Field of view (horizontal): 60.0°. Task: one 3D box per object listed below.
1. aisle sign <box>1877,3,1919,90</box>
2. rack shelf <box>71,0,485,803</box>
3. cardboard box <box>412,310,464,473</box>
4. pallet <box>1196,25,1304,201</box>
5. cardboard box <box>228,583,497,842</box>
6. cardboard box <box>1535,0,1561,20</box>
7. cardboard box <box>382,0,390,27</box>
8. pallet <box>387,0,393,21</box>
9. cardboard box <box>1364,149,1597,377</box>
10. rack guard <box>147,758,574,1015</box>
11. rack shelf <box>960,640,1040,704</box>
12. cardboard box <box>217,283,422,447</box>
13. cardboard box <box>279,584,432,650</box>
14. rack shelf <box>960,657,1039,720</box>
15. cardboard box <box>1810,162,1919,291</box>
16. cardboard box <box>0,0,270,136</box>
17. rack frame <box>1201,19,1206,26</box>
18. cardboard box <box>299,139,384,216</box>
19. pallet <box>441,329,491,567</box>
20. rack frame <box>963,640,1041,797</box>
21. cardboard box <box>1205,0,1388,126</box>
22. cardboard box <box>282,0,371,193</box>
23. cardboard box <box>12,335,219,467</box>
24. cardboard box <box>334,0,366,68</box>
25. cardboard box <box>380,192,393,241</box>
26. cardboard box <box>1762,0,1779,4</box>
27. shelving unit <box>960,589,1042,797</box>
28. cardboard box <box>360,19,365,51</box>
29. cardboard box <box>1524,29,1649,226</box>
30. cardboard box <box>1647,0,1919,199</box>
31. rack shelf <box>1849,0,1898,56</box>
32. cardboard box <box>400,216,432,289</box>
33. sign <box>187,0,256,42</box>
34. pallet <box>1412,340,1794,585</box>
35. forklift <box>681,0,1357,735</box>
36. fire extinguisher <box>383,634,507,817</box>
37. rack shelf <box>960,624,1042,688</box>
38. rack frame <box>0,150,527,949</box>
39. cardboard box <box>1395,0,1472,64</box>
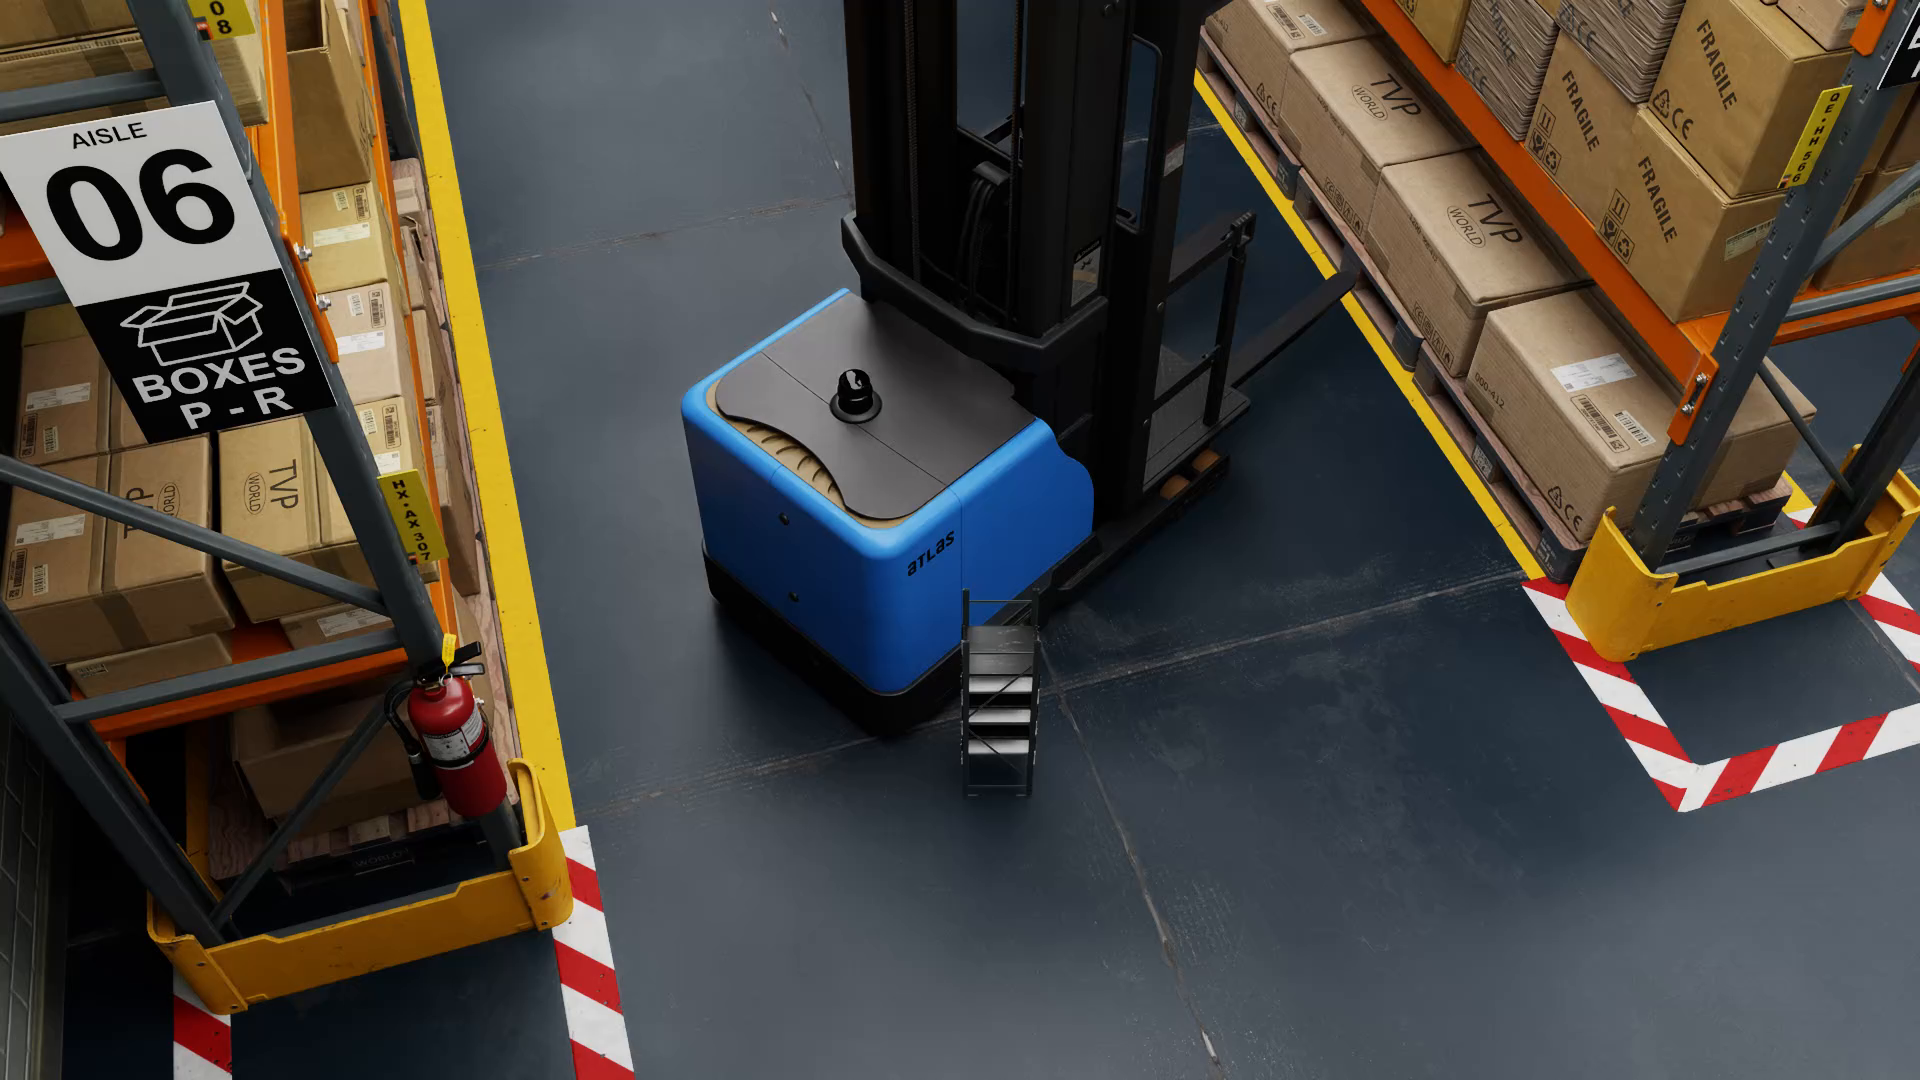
[{"bbox_3d":[2.614,-1.490,4.133,0.394,0.787,0.004,-13,51,-11],"label":"aisle sign"},{"bbox_3d":[-2.443,-0.878,5.789,1.077,0.370,4.000,-13,51,-11],"label":"rack shelf"},{"bbox_3d":[-2.219,-0.489,6.350,0.500,0.500,0.500,-12,51,-10],"label":"cardboard box"},{"bbox_3d":[1.856,-2.224,8.277,1.003,0.211,1.213,-13,51,-11],"label":"pallet"},{"bbox_3d":[-1.942,0.552,5.471,0.797,0.503,0.637,-15,52,-12],"label":"cardboard box"},{"bbox_3d":[2.193,-2.164,5.683,0.500,0.500,0.500,-14,51,-11],"label":"cardboard box"},{"bbox_3d":[-3.130,-2.691,8.207,0.500,0.500,0.500,-14,51,-11],"label":"cardboard box"},{"bbox_3d":[-3.676,-3.150,9.058,1.003,0.211,1.213,-13,51,-11],"label":"pallet"},{"bbox_3d":[2.319,-1.210,6.999,0.875,0.438,0.875,-12,51,-10],"label":"cardboard box"},{"bbox_3d":[-1.874,1.101,5.285,1.175,0.500,0.348,-13,51,-11],"label":"rack guard"},{"bbox_3d":[0.129,0.429,5.398,0.258,0.077,0.200,0,50,0],"label":"rack shelf"},{"bbox_3d":[-1.878,-0.458,4.867,0.500,0.250,0.500,-13,51,-11],"label":"cardboard box"},{"bbox_3d":[-1.687,0.129,4.633,0.380,0.149,0.250,-14,51,-11],"label":"cardboard box"},{"bbox_3d":[0.129,0.487,5.467,0.258,0.077,0.200,0,50,0],"label":"rack shelf"},{"bbox_3d":[3.021,-1.222,5.543,0.500,0.500,0.500,-14,51,-11],"label":"cardboard box"},{"bbox_3d":[-1.722,-1.050,3.404,0.500,0.250,0.500,-14,51,-11],"label":"cardboard box"},{"bbox_3d":[1.706,-3.696,7.694,1.000,3.000,0.127,-13,51,-11],"label":"rack frame"},{"bbox_3d":[-2.203,-1.196,5.489,0.500,0.250,0.500,-15,51,-12],"label":"cardboard box"},{"bbox_3d":[-2.468,-0.278,6.636,1.003,0.211,1.213,-13,51,-11],"label":"pallet"},{"bbox_3d":[0.129,0.601,5.445,0.240,0.900,0.006,0,50,0],"label":"rack frame"},{"bbox_3d":[1.789,-2.523,8.106,0.875,0.438,0.875,-14,51,-12],"label":"cardboard box"},{"bbox_3d":[-2.173,-1.427,5.193,0.500,0.500,0.500,-12,51,-10],"label":"cardboard box"},{"bbox_3d":[-2.393,-0.350,4.776,0.500,0.250,0.500,-13,51,-11],"label":"cardboard box"},{"bbox_3d":[-2.489,-1.939,6.116,0.500,0.250,0.500,-13,51,-11],"label":"cardboard box"},{"bbox_3d":[-2.118,-1.011,5.594,0.380,0.149,0.250,-12,51,-10],"label":"cardboard box"},{"bbox_3d":[2.493,-1.735,4.897,0.380,0.149,0.250,-12,51,-10],"label":"cardboard box"},{"bbox_3d":[0.129,0.523,5.510,0.258,0.900,0.210,0,50,0],"label":"shelving unit"},{"bbox_3d":[-2.502,-1.945,6.381,0.380,0.149,0.250,-12,51,-10],"label":"cardboard box"},{"bbox_3d":[2.359,-1.469,5.751,0.500,0.500,0.500,-14,51,-12],"label":"cardboard box"},{"bbox_3d":[2.519,-1.427,5.062,0.500,0.500,0.500,-12,51,-10],"label":"cardboard box"},{"bbox_3d":[2.297,-2.970,5.590,1.077,0.370,4.000,-13,51,-11],"label":"rack shelf"},{"bbox_3d":[-2.484,-1.224,7.123,0.396,0.266,0.258,-12,51,-10],"label":"cardboard box"},{"bbox_3d":[-1.334,-1.021,2.905,0.100,0.325,0.005,-13,51,-11],"label":"sign"},{"bbox_3d":[2.577,-0.442,6.774,1.003,0.211,1.213,-13,51,-11],"label":"pallet"},{"bbox_3d":[0.434,-1.288,5.708,1.130,2.935,3.031,36,59,27],"label":"forklift"},{"bbox_3d":[-1.367,0.499,4.452,0.296,0.674,0.183,-13,51,-11],"label":"fire extinguisher"},{"bbox_3d":[0.129,0.371,5.329,0.258,0.077,0.200,0,50,0],"label":"rack shelf"},{"bbox_3d":[-1.852,0.350,4.282,1.000,3.000,0.127,-13,51,-11],"label":"rack frame"},{"bbox_3d":[2.032,-2.217,6.381,0.500,0.500,0.500,-12,51,-10],"label":"cardboard box"}]
